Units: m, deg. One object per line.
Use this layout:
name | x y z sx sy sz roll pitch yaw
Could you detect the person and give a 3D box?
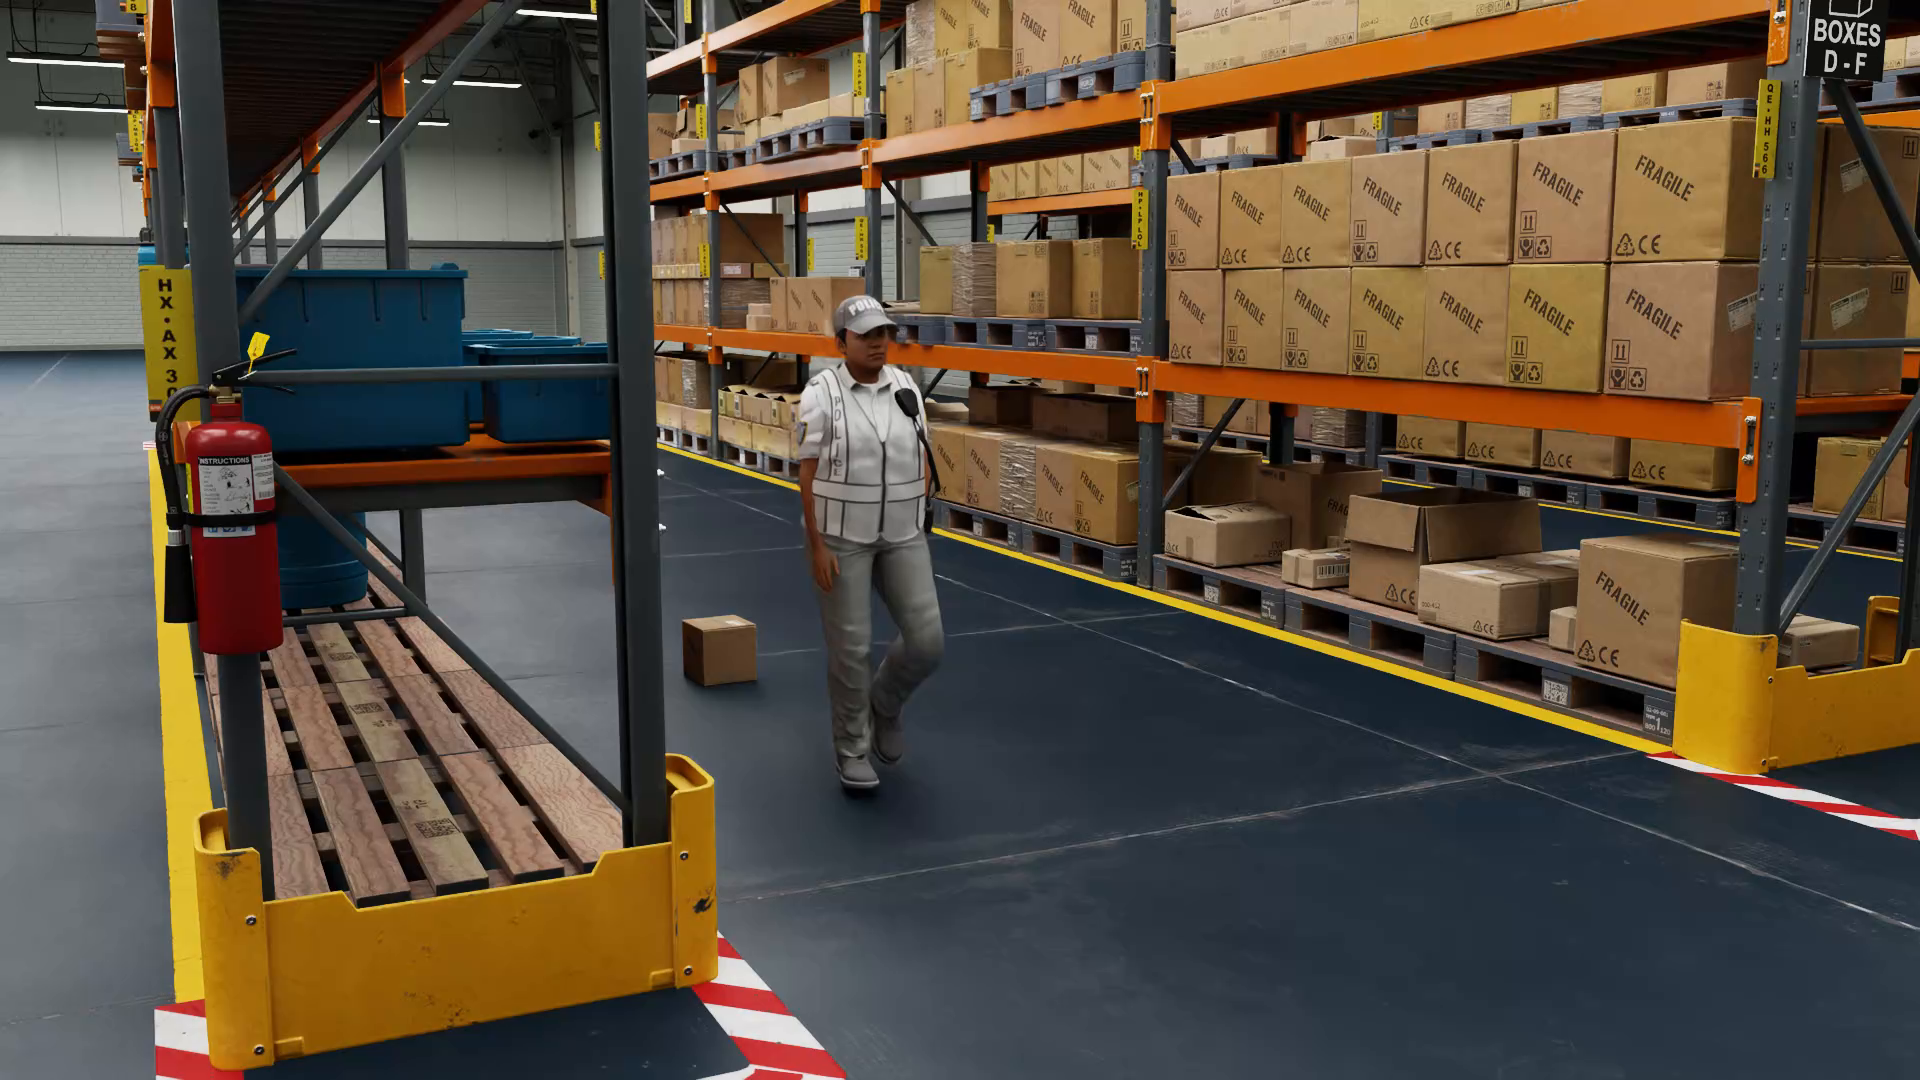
person | -0.321 -0.001 5.686 0.486 1.654 0.479 -3 9 -22
